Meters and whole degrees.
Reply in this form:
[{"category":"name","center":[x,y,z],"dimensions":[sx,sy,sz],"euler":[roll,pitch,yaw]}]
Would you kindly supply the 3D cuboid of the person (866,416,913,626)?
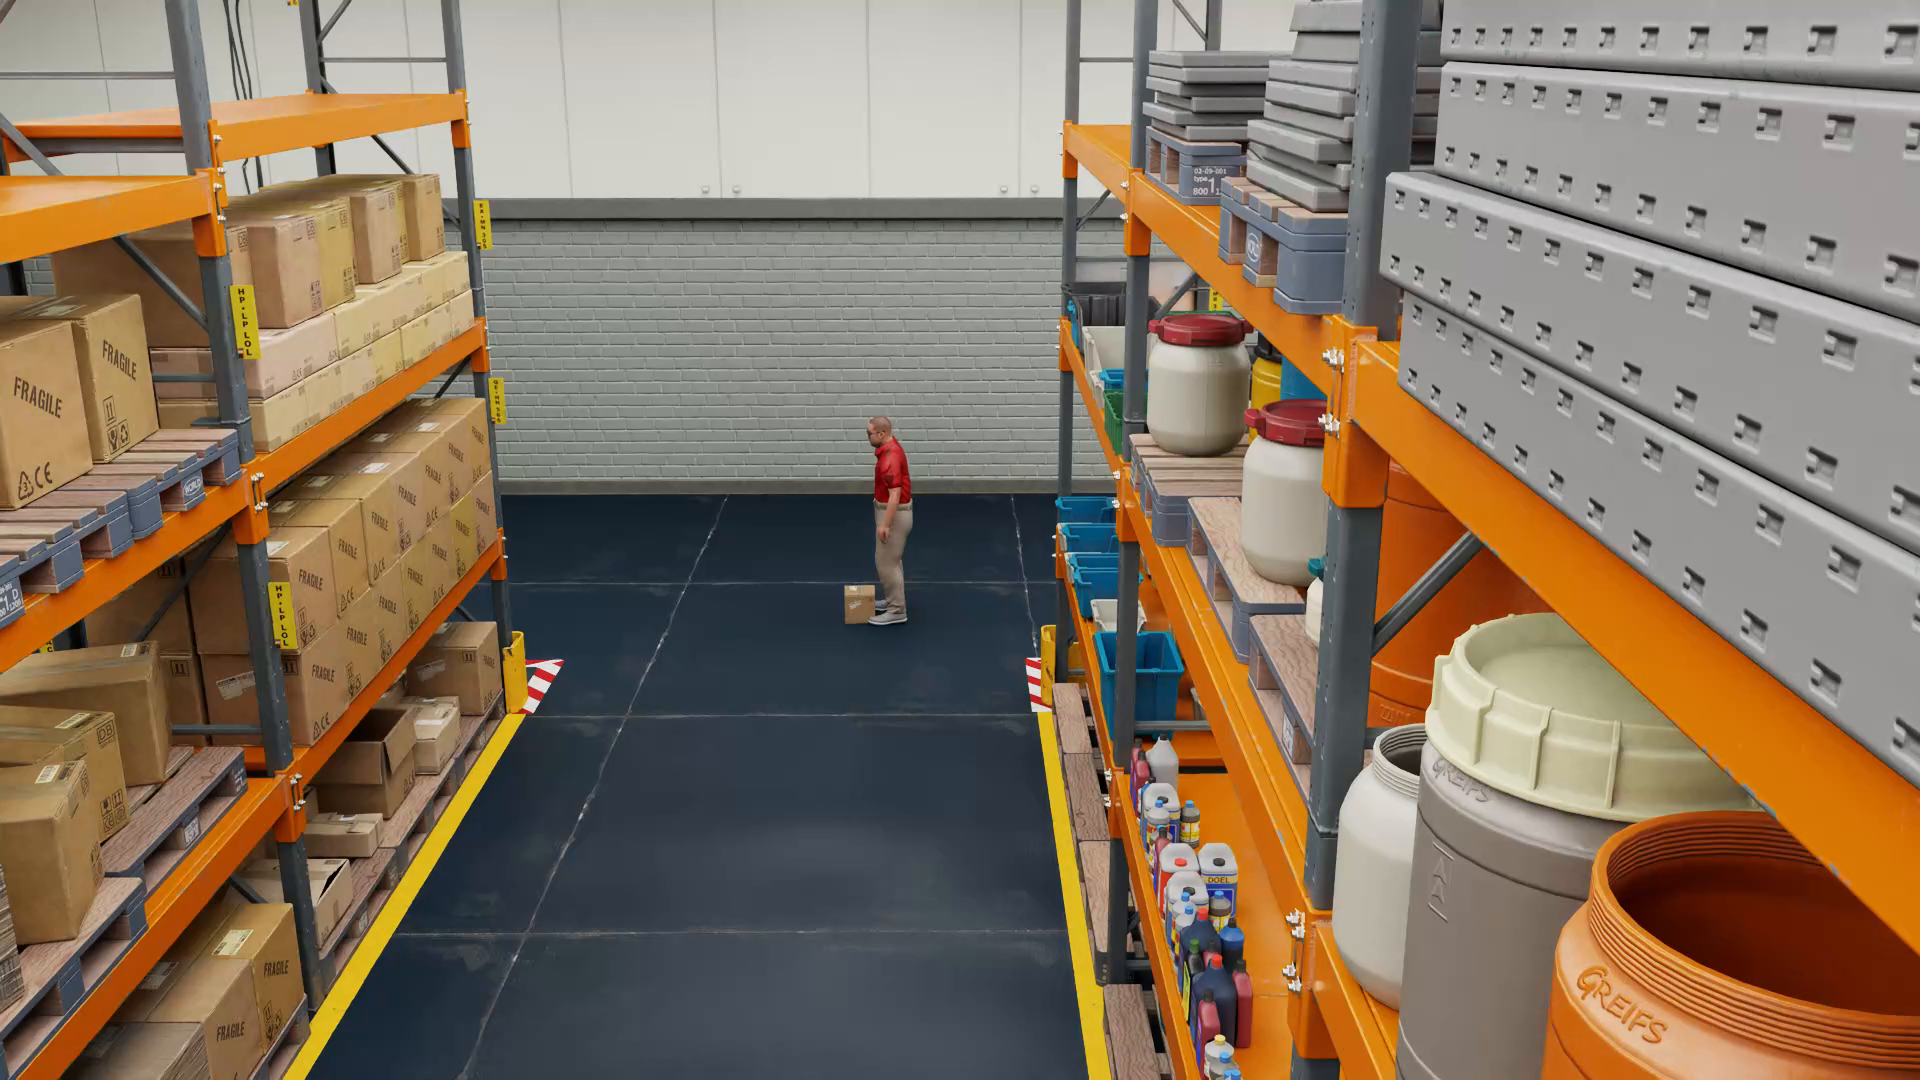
[{"category":"person","center":[-0.581,-0.177,13.645],"dimensions":[0.390,1.727,0.586],"euler":[0,17,-1]}]
